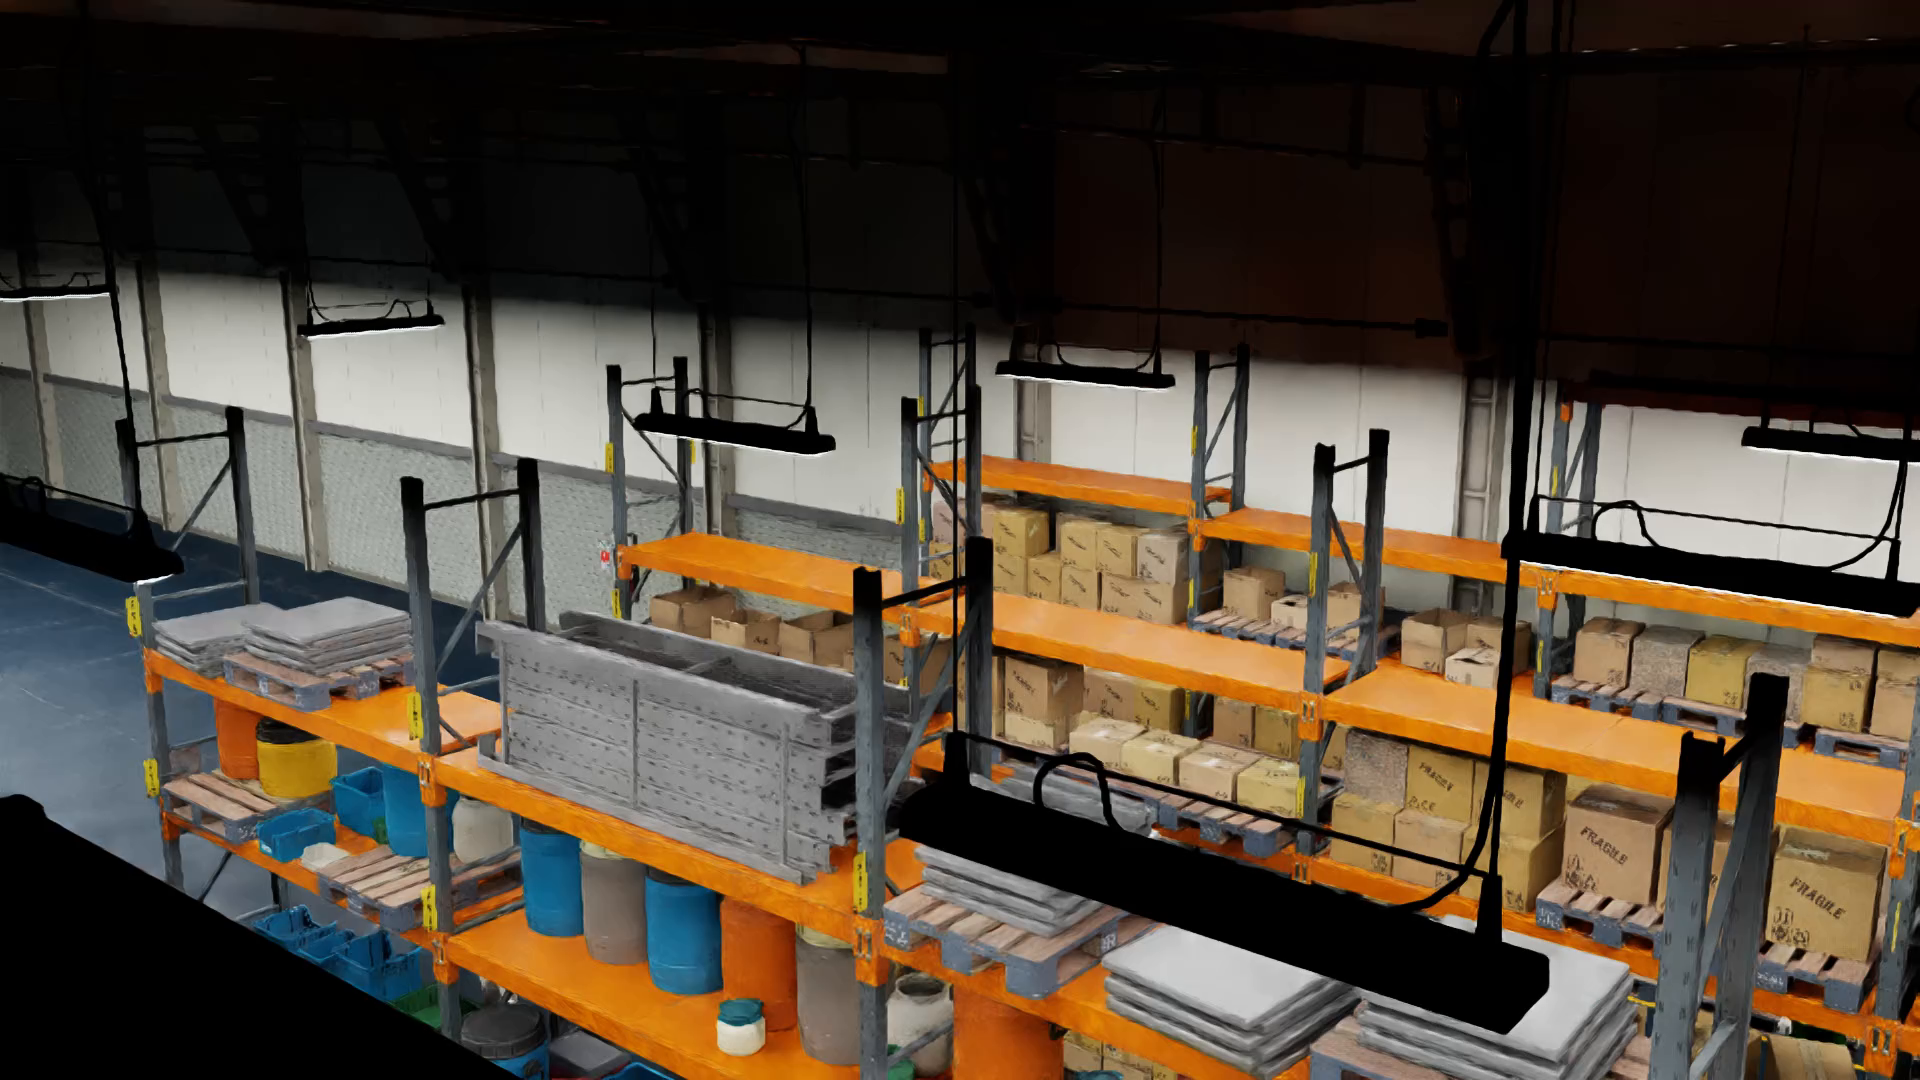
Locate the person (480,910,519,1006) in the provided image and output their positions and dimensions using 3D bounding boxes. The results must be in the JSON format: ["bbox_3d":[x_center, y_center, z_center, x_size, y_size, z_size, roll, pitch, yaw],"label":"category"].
[{"bbox_3d":[-4.027,3.974,14.808,0.583,1.667,0.660,-6,14,-25],"label":"person"}]

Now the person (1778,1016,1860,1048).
[{"bbox_3d":[7.238,4.086,13.995,0.625,1.794,0.468,4,13,19],"label":"person"}]

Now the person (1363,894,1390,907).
[{"bbox_3d":[3.844,3.930,14.992,0.578,1.714,0.719,9,16,36],"label":"person"}]
